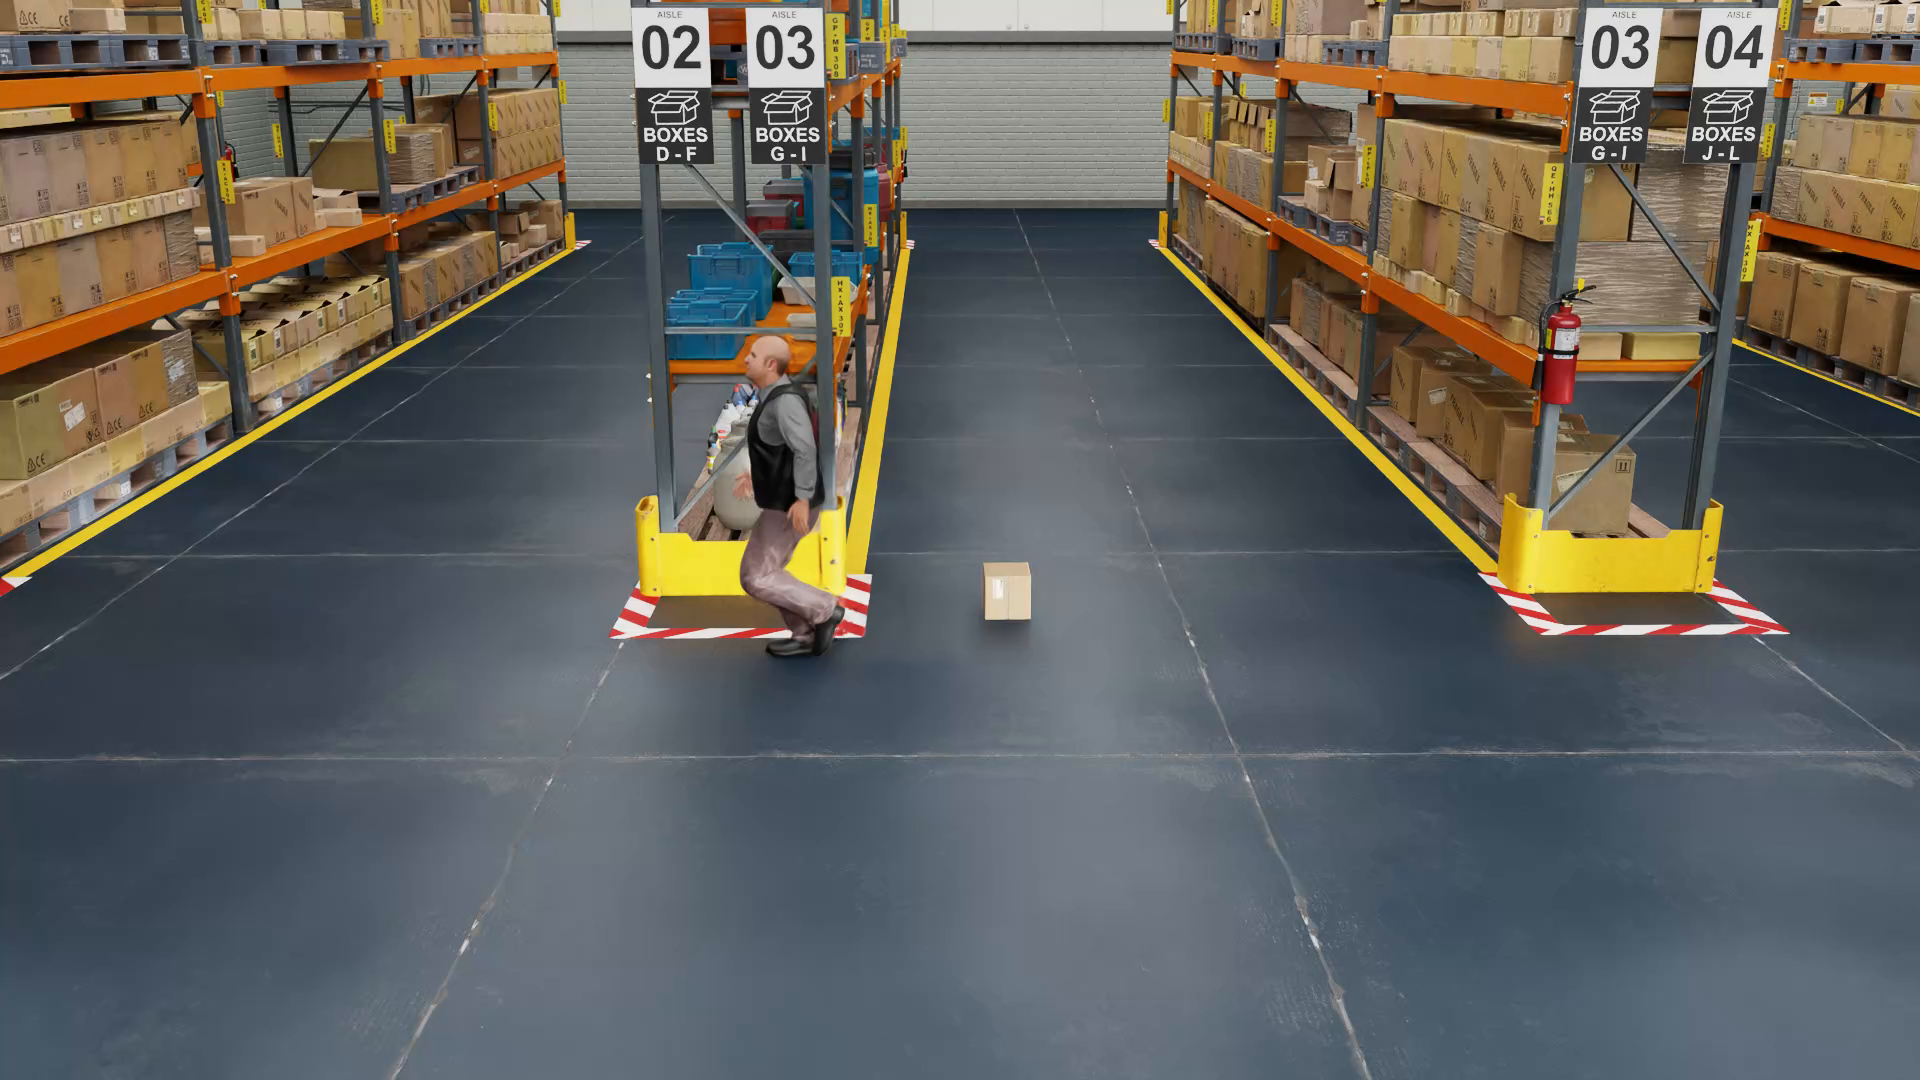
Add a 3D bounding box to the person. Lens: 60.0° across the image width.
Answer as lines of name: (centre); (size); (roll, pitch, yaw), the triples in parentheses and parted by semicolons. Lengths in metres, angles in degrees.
person: (-0.867, -0.195, 8.312); (0.562, 1.659, 0.687); (-1, 17, -4)
